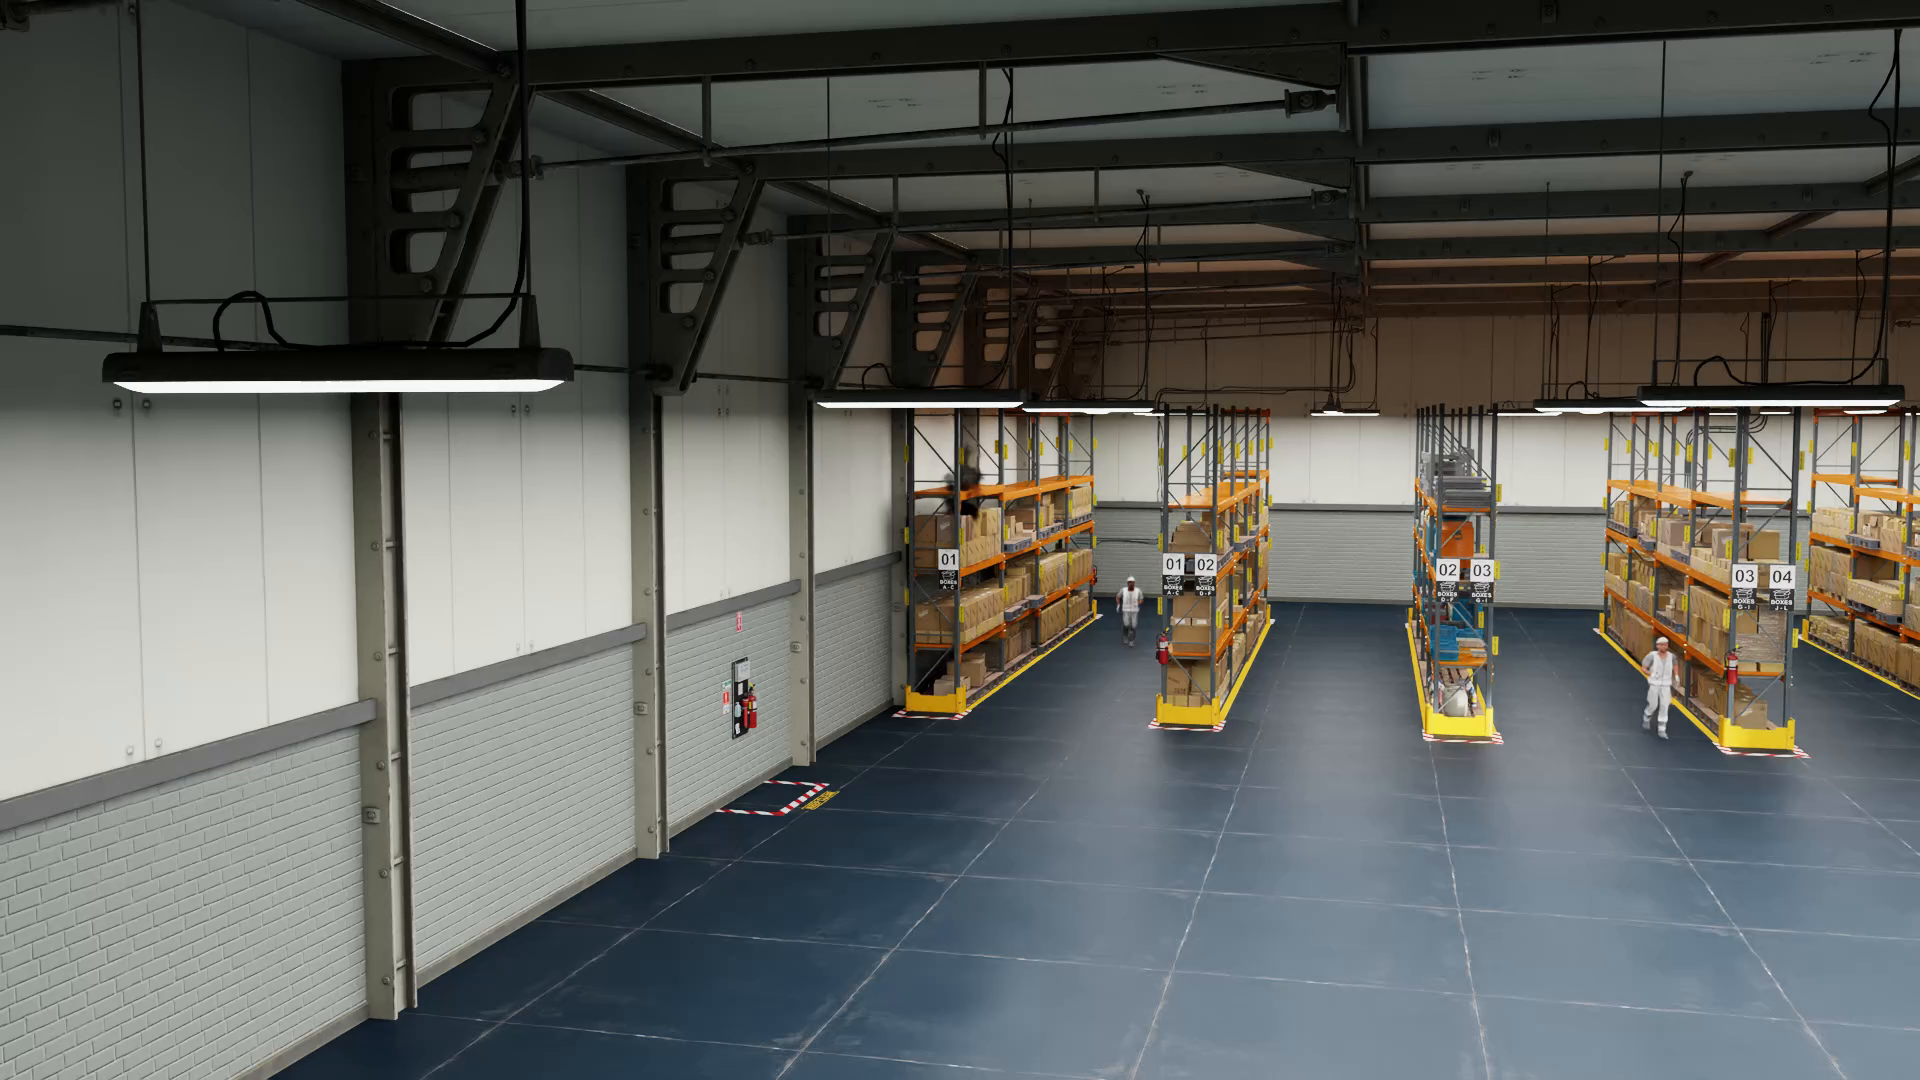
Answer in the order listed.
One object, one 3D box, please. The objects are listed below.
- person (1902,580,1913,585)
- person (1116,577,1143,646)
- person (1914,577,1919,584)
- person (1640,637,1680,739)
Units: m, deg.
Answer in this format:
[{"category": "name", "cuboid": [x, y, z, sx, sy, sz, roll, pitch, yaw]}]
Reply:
[{"category": "person", "cuboid": [23.807, 1.827, 41.871, 0.552, 1.660, 0.625, 0, 4, -2]}, {"category": "person", "cuboid": [4.274, 1.800, 41.738, 0.671, 1.739, 0.628, 0, 4, 1]}, {"category": "person", "cuboid": [25.298, 1.754, 43.935, 0.484, 1.562, 0.546, 2, 5, 25]}, {"category": "person", "cuboid": [12.654, 2.635, 30.059, 0.693, 1.791, 0.893, 0, 4, 7]}]
